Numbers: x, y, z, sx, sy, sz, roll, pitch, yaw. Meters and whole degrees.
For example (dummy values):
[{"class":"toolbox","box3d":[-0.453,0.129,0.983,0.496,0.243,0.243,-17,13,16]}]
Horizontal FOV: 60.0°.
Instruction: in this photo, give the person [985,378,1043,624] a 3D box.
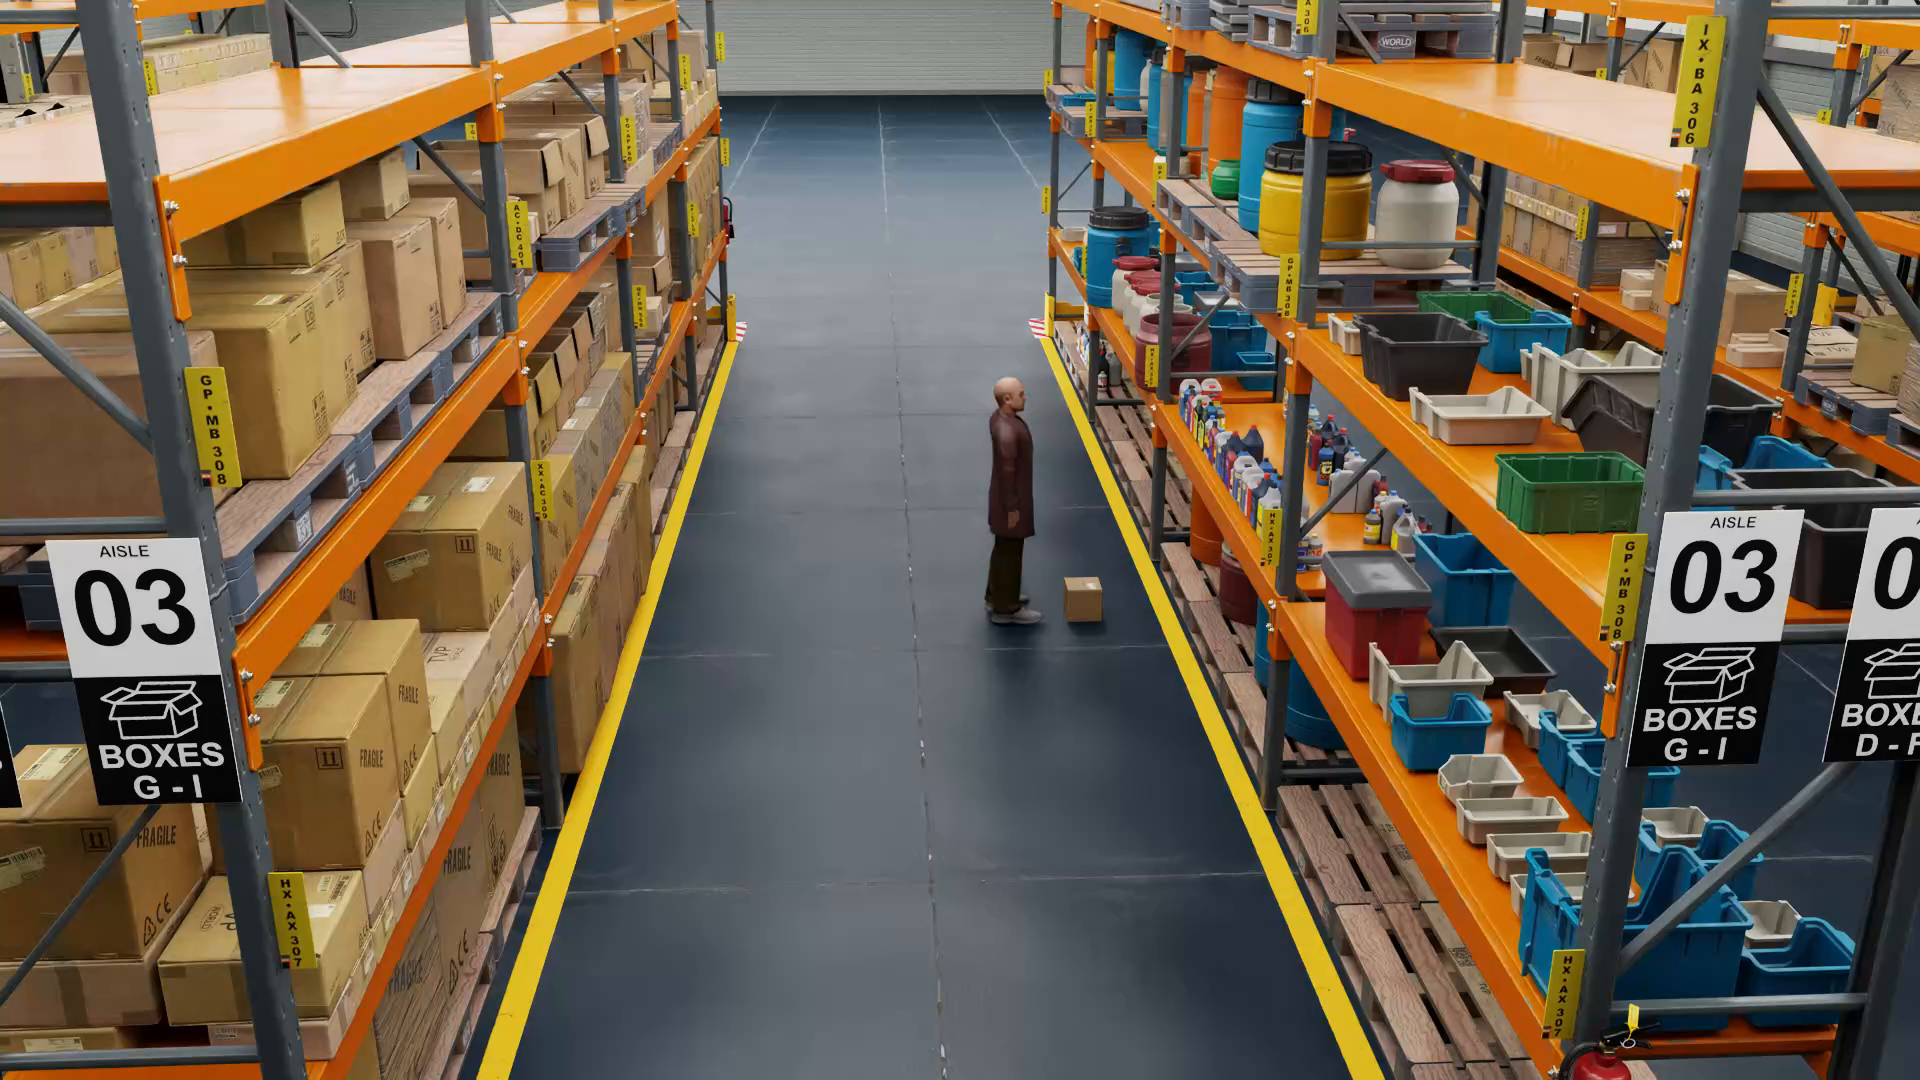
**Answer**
[{"class":"person","box3d":[0.391,-0.287,11.832,0.408,1.785,0.591,-1,20,-3]}]
